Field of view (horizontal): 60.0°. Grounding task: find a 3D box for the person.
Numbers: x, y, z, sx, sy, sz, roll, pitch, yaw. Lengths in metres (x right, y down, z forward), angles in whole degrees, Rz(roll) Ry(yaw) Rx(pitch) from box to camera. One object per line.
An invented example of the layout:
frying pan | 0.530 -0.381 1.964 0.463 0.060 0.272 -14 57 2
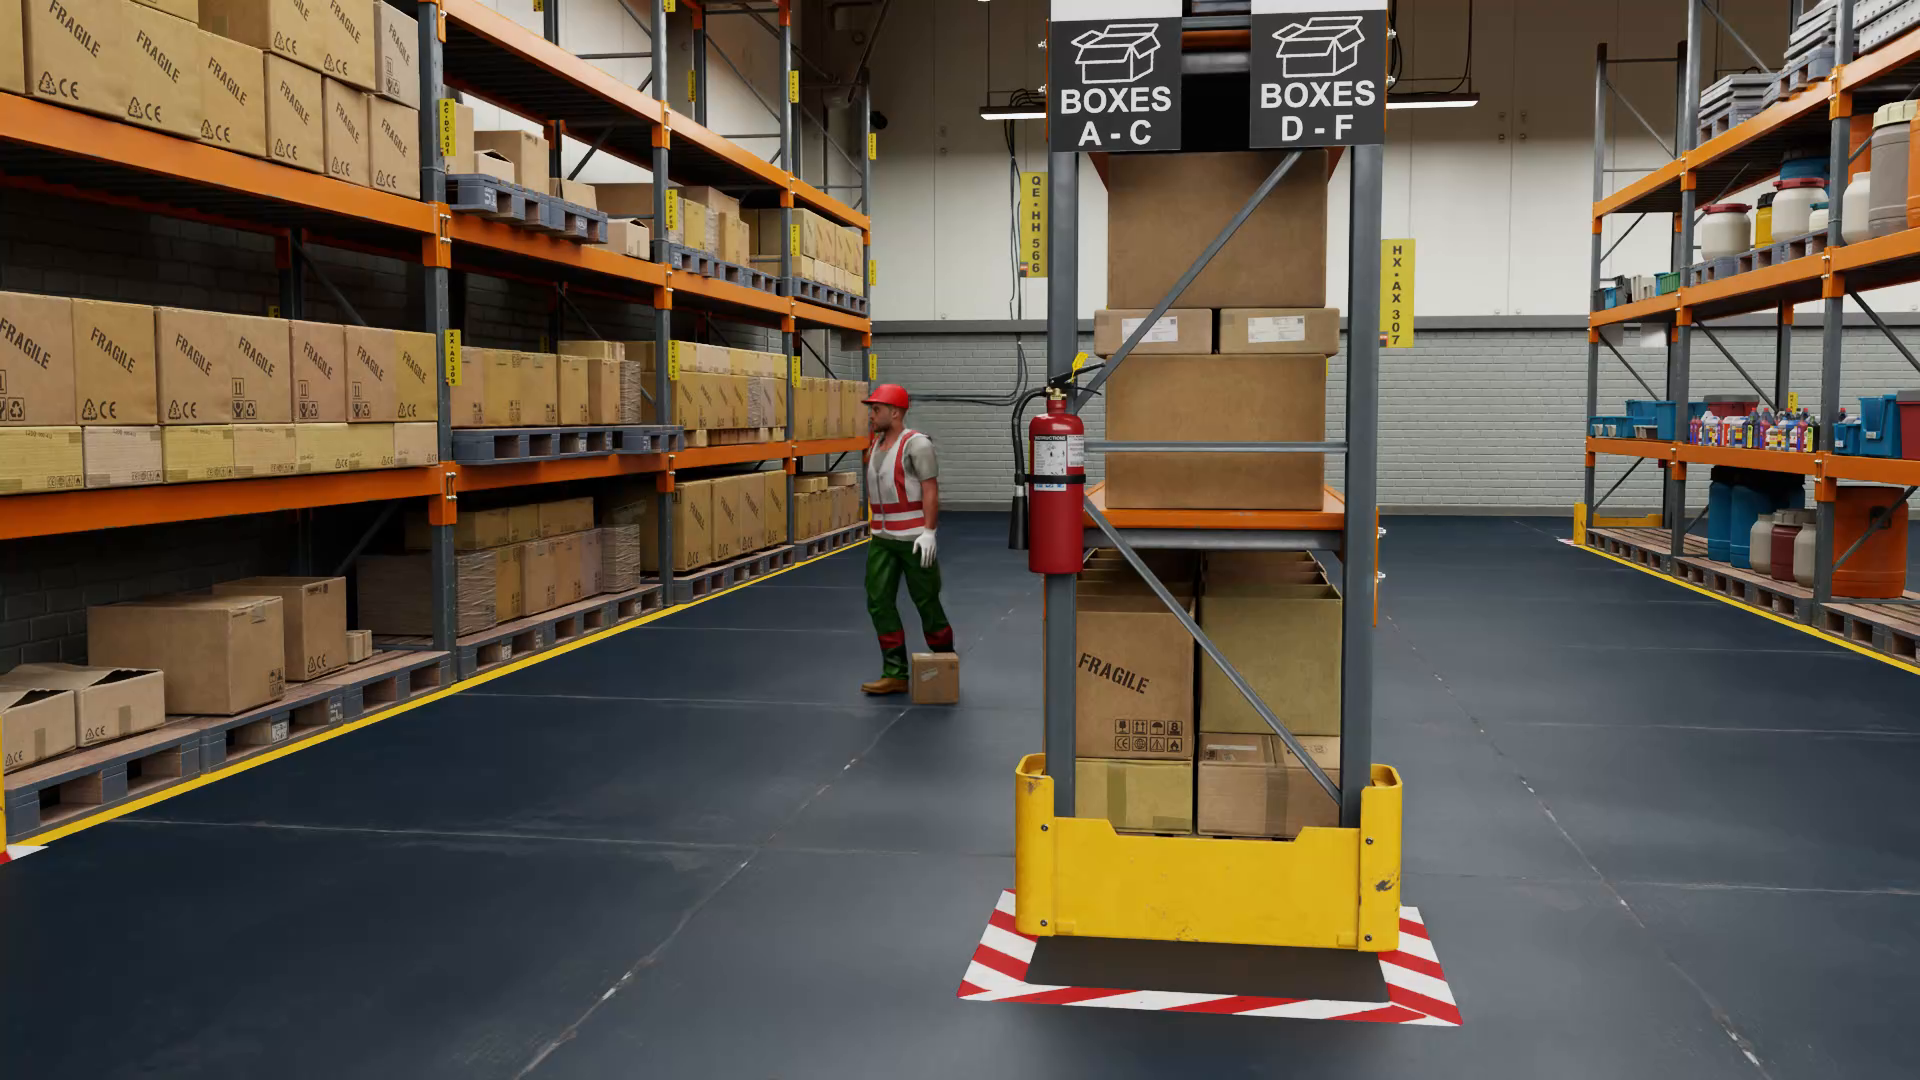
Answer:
person | -0.292 -0.009 9.581 0.567 1.776 0.577 4 6 44
